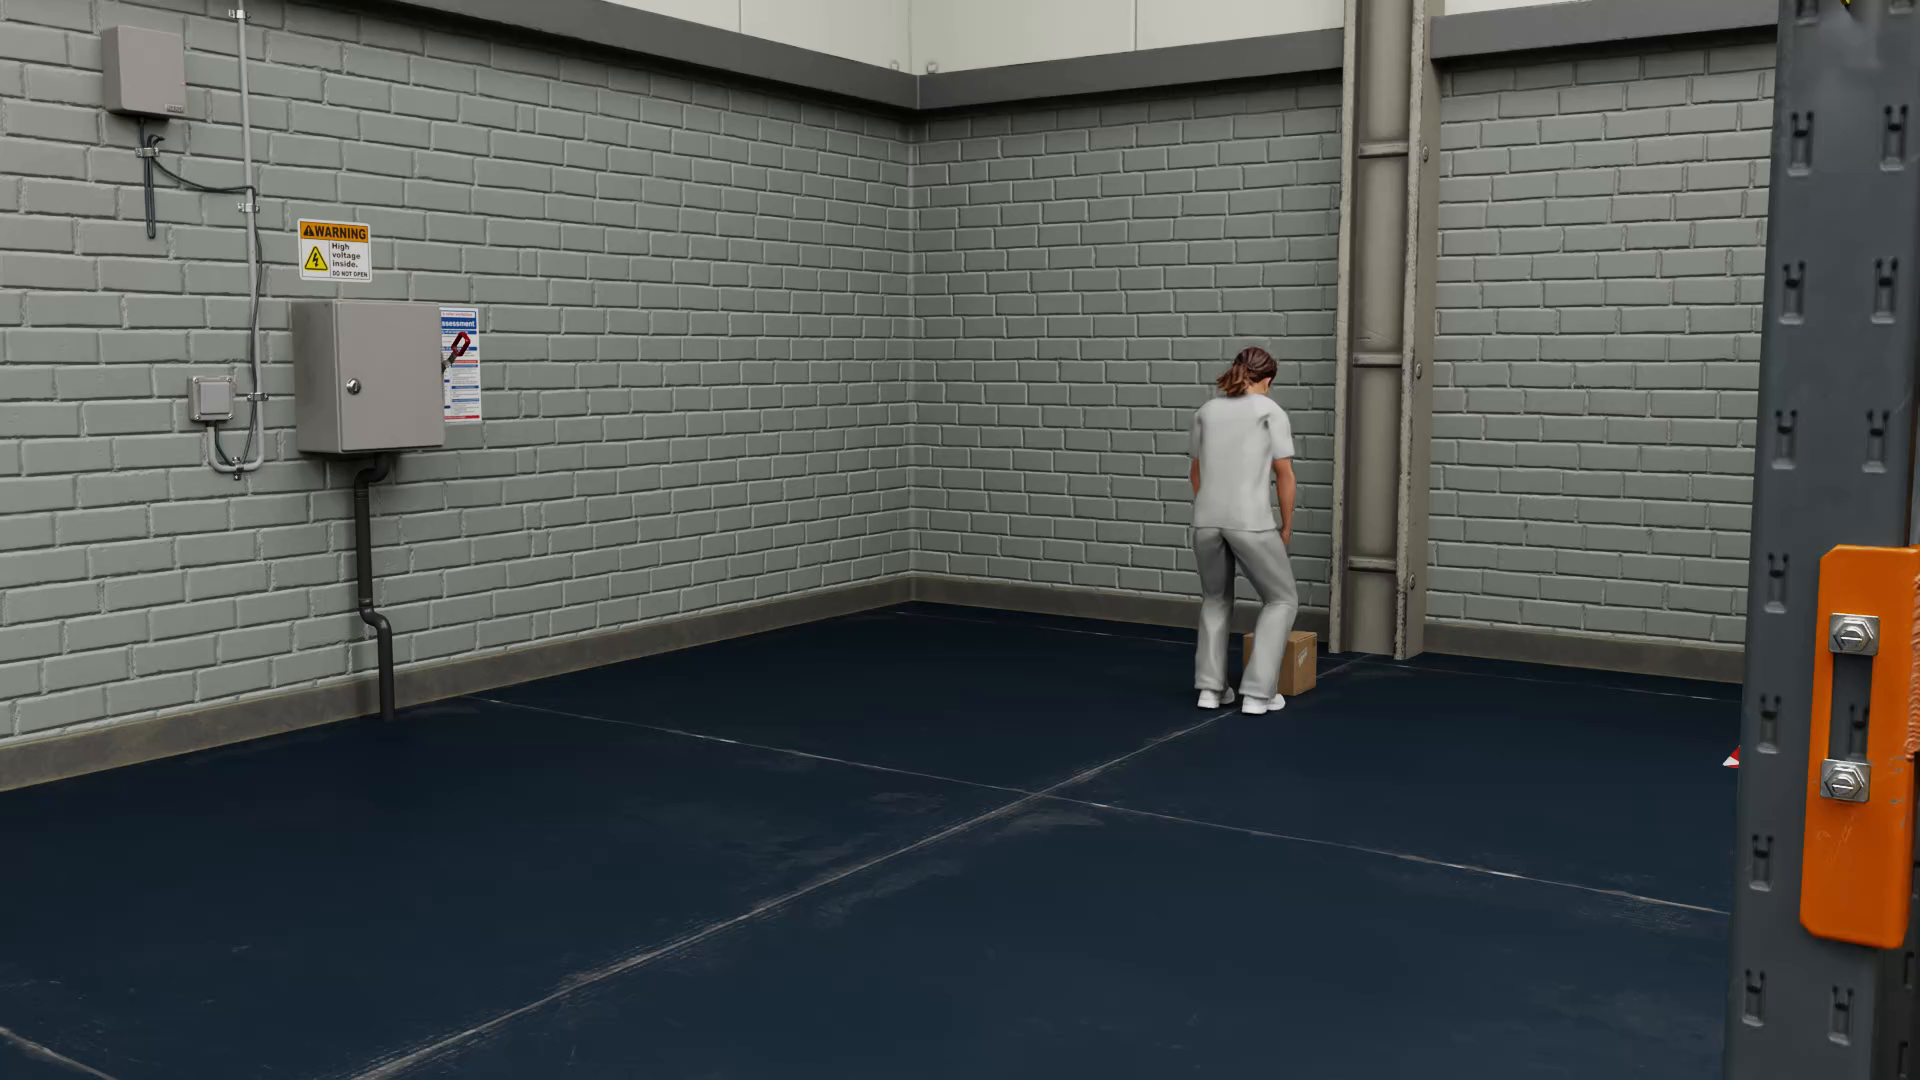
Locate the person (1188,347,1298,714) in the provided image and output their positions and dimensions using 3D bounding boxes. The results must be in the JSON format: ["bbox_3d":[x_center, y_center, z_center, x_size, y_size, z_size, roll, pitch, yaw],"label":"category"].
[{"bbox_3d":[1.178,-0.048,7.063,0.480,1.536,0.511,4,8,34],"label":"person"}]
